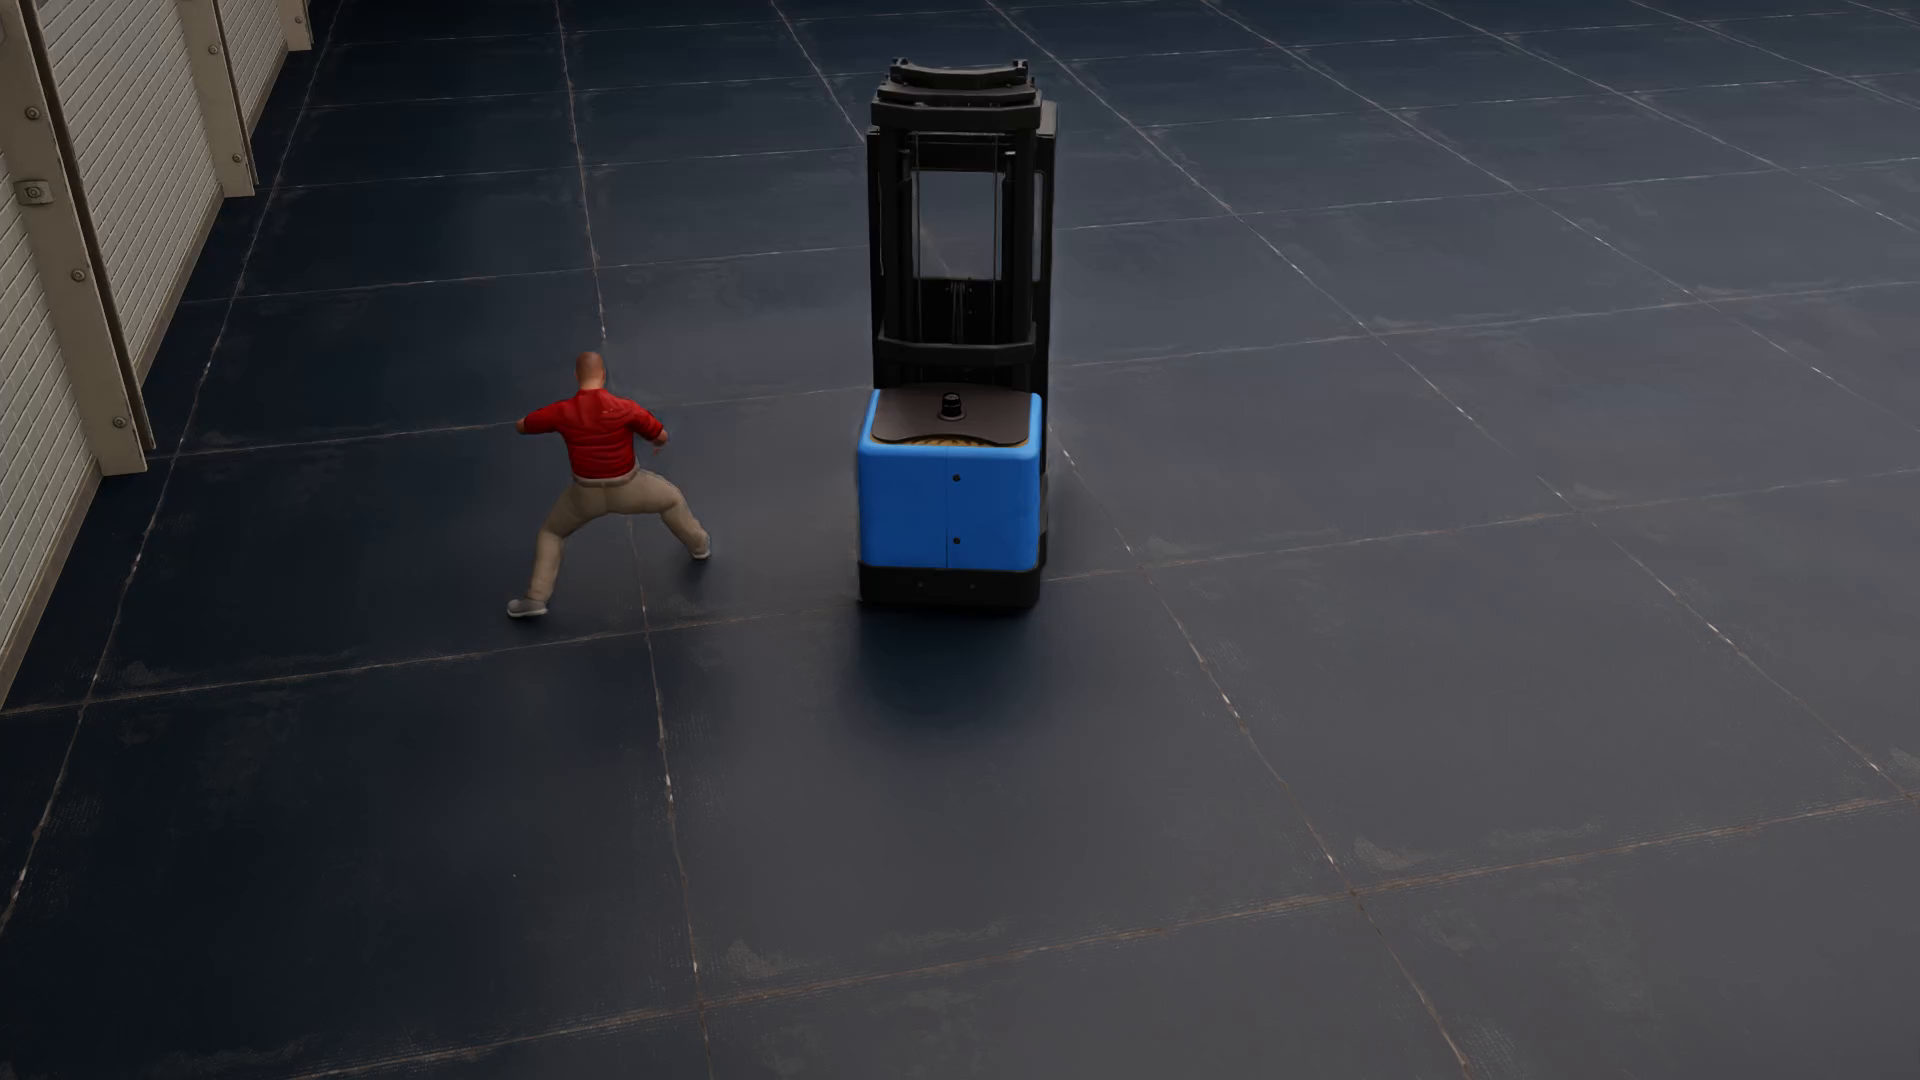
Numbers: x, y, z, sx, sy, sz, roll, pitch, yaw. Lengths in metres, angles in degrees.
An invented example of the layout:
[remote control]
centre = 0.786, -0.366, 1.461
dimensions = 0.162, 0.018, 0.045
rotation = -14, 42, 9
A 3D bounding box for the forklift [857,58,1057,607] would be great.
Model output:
[forklift]
centre = 0.021, -1.585, 10.313
dimensions = 1.130, 2.935, 3.031
rotation = 2, 30, 3

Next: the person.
[person]
centre = -2.110, -0.416, 9.705
dimensions = 1.148, 1.548, 0.993
rotation = -2, 30, -4
